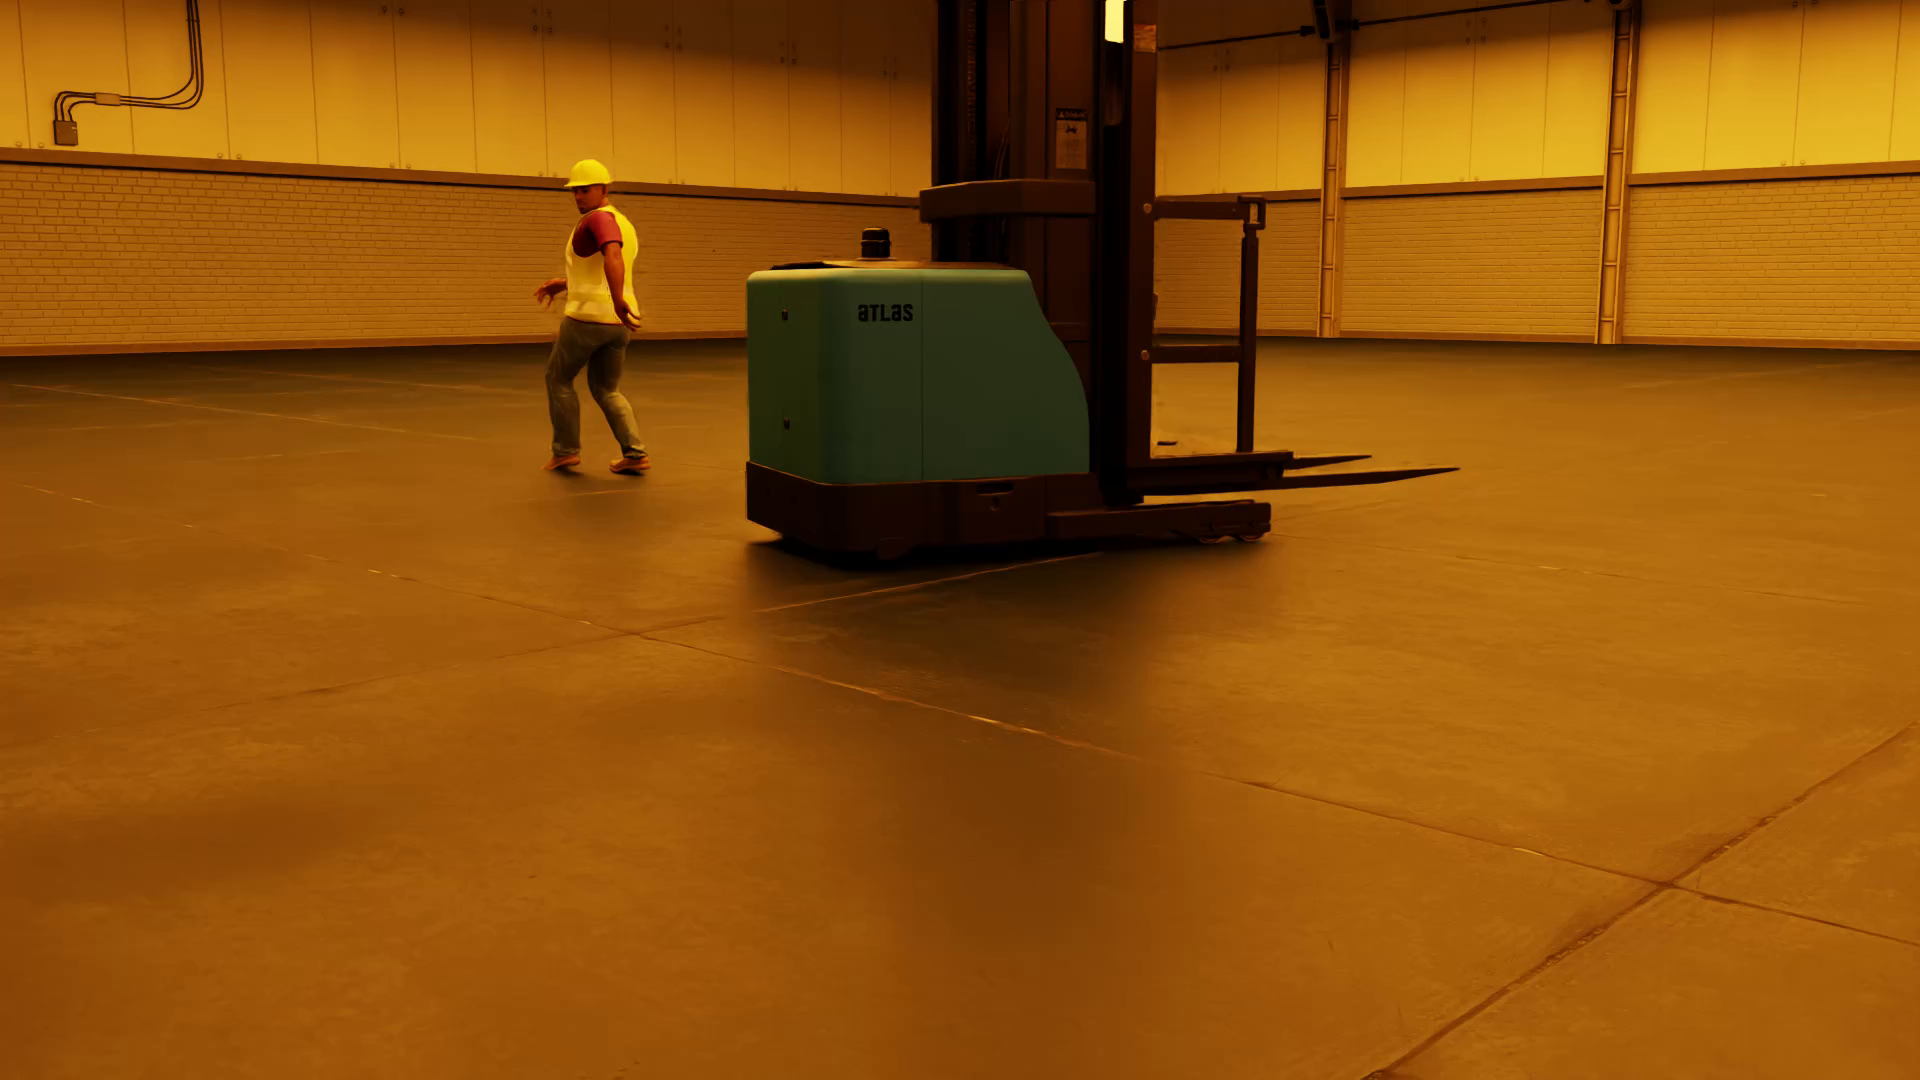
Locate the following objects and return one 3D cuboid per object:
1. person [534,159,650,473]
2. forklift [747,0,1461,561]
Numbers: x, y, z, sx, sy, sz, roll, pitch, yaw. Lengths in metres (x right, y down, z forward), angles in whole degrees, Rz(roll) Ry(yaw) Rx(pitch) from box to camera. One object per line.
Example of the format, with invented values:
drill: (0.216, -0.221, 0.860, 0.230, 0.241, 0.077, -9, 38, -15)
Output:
person: (-1.975, -1.196, 9.109, 0.936, 1.738, 0.604, 5, 10, 29)
forklift: (0.692, -1.496, 6.810, 3.031, 2.935, 1.130, -4, 9, -24)
